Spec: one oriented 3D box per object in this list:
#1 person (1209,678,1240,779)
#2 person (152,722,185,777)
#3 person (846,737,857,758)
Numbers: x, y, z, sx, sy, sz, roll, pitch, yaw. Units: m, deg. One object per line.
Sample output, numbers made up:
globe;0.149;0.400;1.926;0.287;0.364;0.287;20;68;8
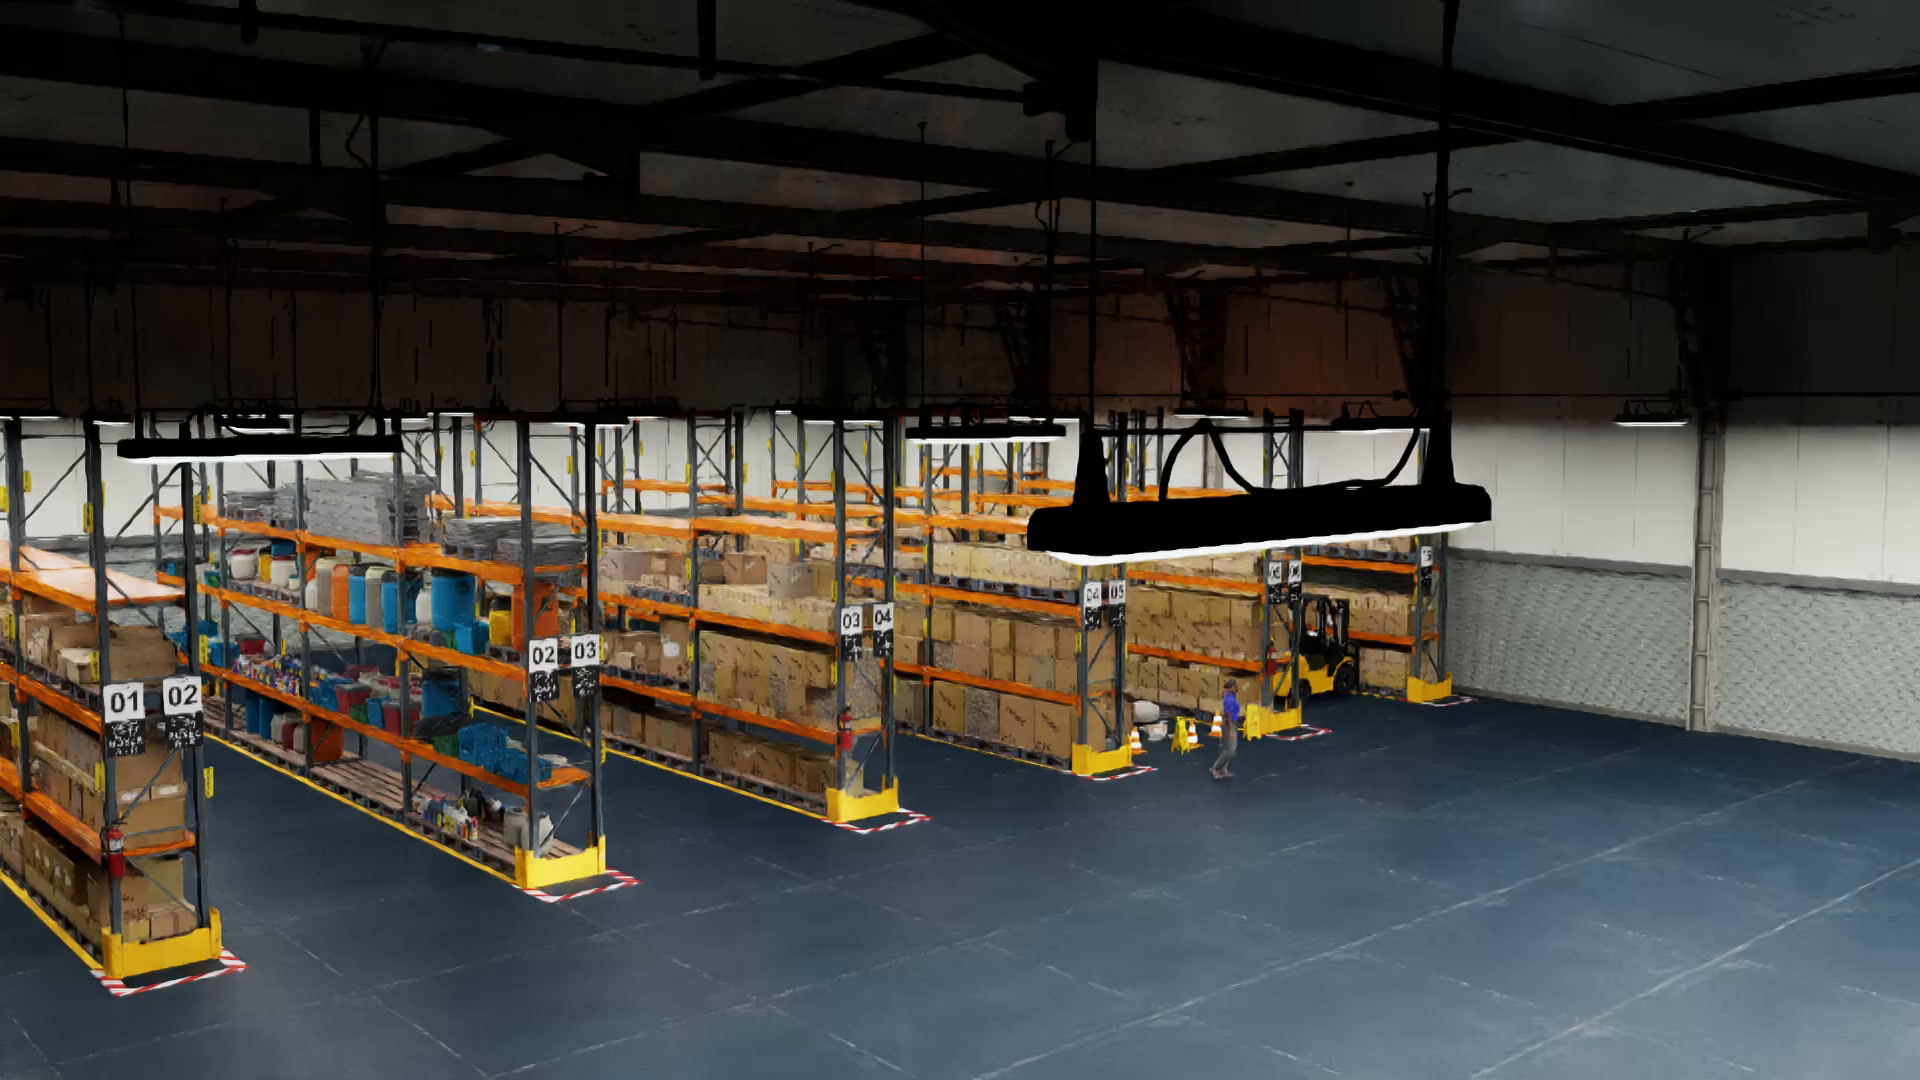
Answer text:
person;4.349;3.108;27.328;0.480;1.647;0.624;1;5;8
person;-12.930;3.094;27.229;0.719;1.714;0.578;-5;7;-43
person;-1.900;3.101;28.117;0.566;1.541;0.519;-5;7;-43
